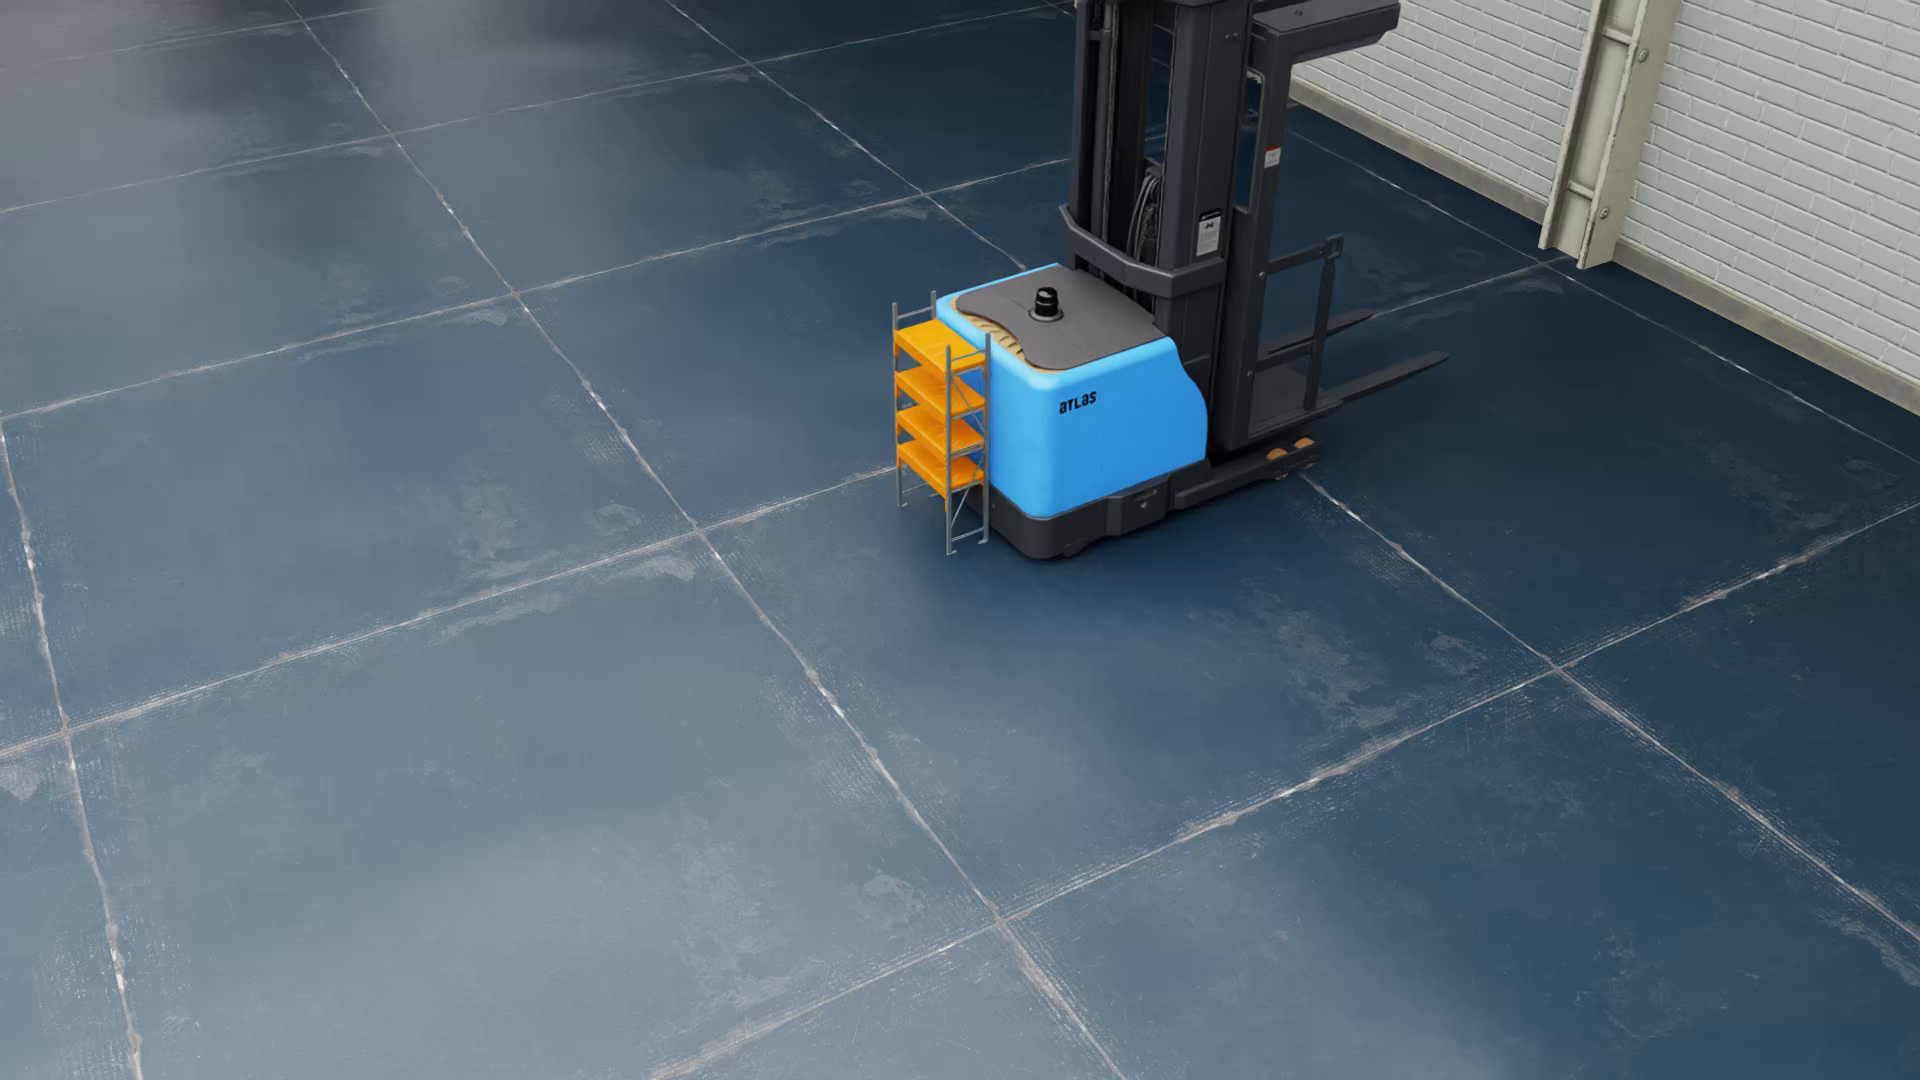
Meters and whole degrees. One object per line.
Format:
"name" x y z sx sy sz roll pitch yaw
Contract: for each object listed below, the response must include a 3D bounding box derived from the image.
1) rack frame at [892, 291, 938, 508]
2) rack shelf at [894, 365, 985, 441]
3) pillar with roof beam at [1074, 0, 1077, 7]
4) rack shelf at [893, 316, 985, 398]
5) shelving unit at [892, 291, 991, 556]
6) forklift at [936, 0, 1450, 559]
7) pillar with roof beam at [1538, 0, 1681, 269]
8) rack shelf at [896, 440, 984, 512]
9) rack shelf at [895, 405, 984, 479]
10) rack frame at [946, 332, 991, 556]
"rack frame" -0.222 -0.690 8.403 0.240 1.200 0.015 -20 41 -25
"rack shelf" -0.092 -0.694 8.144 0.258 0.148 0.480 -20 41 -25
"pillar with roof beam" -2.623 -7.337 10.894 9.100 9.000 0.400 -19 40 -24
"rack shelf" -0.092 -0.885 8.004 0.258 0.148 0.480 -20 41 -25
"shelving unit" -0.092 -0.568 8.237 0.258 1.200 0.503 -20 41 -25
"forklift" 1.361 -1.749 8.387 3.031 2.935 1.130 -21 41 -26
"pillar with roof beam" 0.392 -4.278 6.705 9.100 9.000 0.400 -19 40 -24
"rack shelf" -0.092 -0.353 8.394 0.258 0.148 0.480 -20 41 -25
"rack shelf" -0.092 -0.513 8.276 0.258 0.148 0.480 -20 41 -25
"rack frame" 0.038 -0.446 8.070 0.240 1.200 0.015 -20 41 -25
